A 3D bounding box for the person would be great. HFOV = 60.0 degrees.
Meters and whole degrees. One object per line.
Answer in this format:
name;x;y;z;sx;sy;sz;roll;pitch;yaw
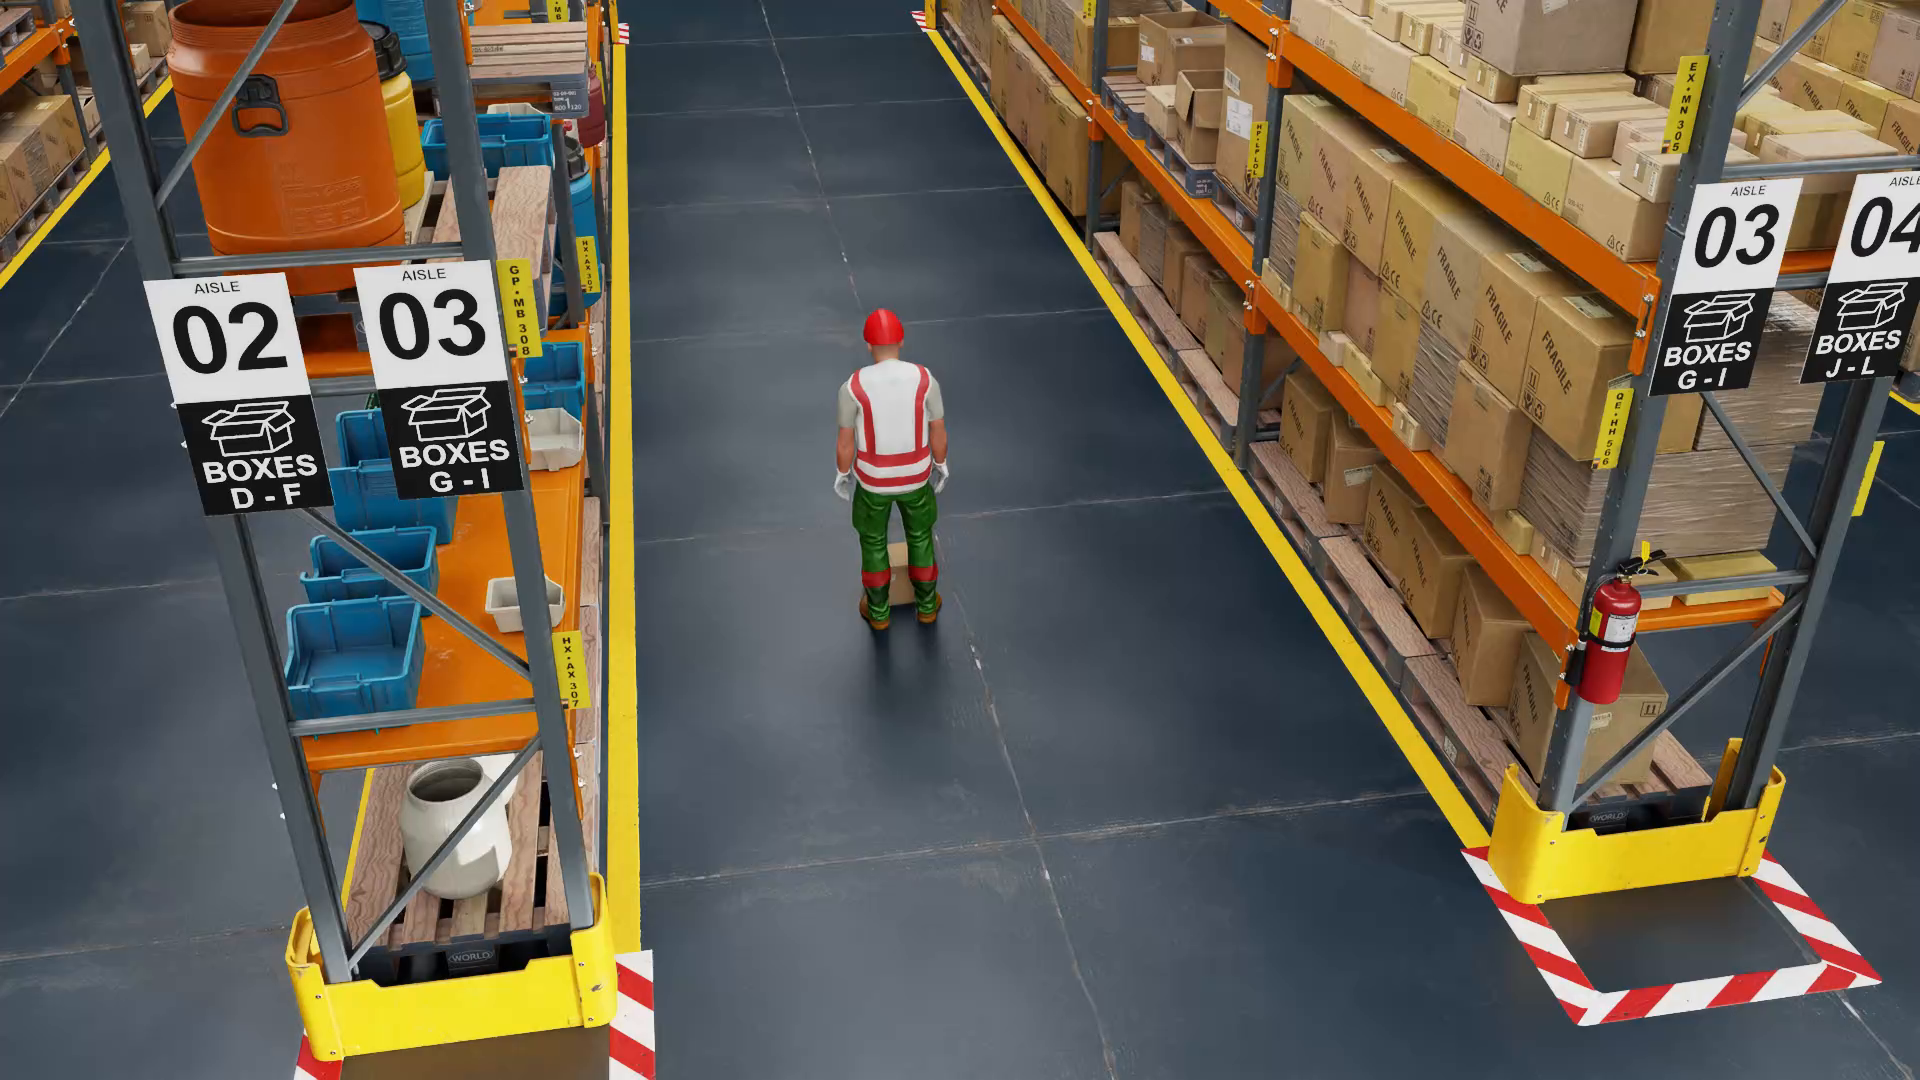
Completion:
person;-0.355;-0.351;8.722;0.607;1.780;0.449;-5;31;-9
